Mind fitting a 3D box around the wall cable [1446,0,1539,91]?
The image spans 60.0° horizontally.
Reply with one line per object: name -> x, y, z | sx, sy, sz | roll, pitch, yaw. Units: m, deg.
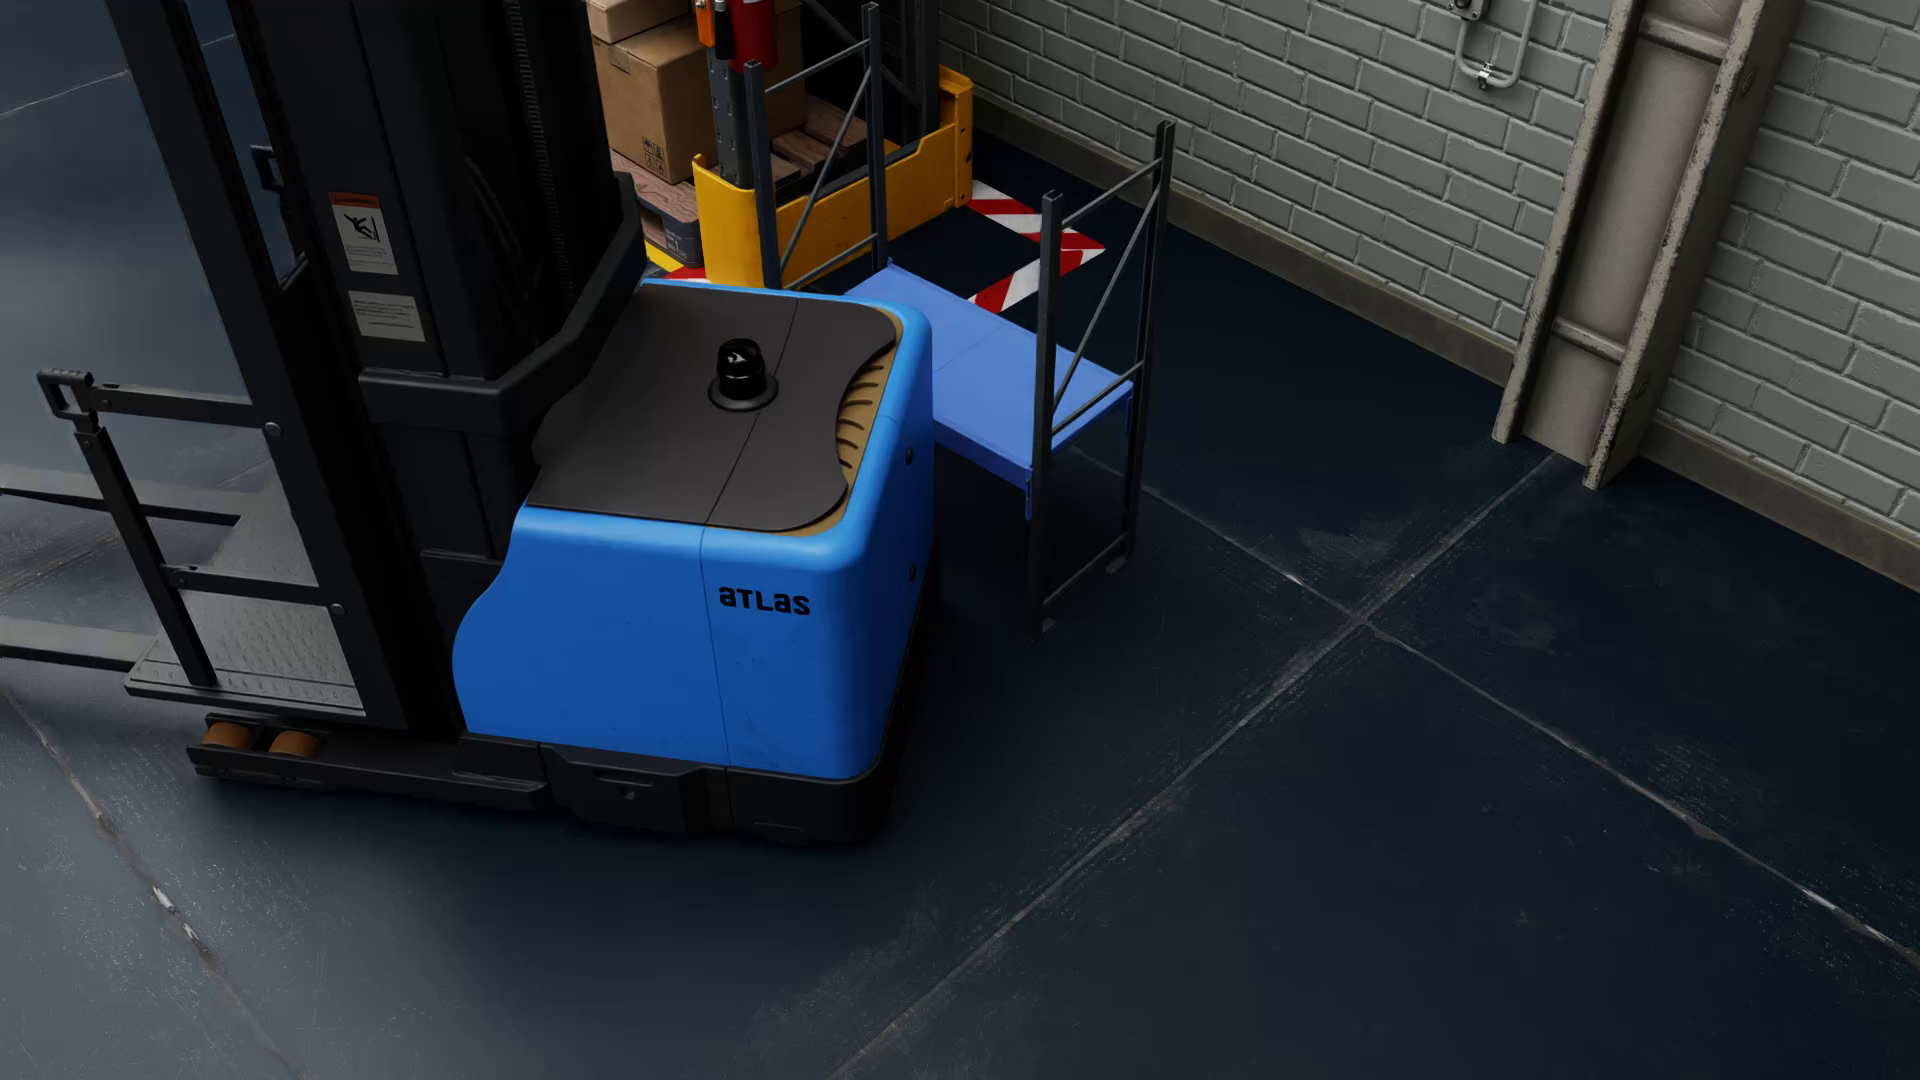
wall cable -> 1.099, -2.523, 5.021 | 0.084, 1.984, 1.851 | -34, 53, -31

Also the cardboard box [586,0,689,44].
cardboard box -> -1.260, -2.049, 6.311 | 0.250, 0.149, 0.380 | 34, 52, 31

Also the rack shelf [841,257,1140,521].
rack shelf -> -0.016, -0.472, 4.921 | 1.000, 0.185, 0.538 | 30, 51, 29

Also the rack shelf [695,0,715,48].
rack shelf -> -1.888, -3.008, 6.825 | 1.077, 0.370, 4.000 | -34, 53, -31

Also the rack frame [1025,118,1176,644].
rack frame -> 0.368, -0.379, 4.555 | 0.032, 1.500, 0.500 | 30, 51, 29

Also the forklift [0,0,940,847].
forklift -> -1.624, -0.747, 3.899 | 3.031, 2.935, 1.130 | 6, 43, 7

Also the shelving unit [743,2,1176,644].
shelving unit -> -0.016, -0.605, 4.799 | 1.048, 1.500, 0.538 | 30, 51, 29

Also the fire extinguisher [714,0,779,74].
fire extinguisher -> -0.695, -1.853, 5.376 | 0.296, 0.674, 0.183 | -34, 53, -31

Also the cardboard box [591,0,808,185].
cardboard box -> -1.040, -1.836, 6.559 | 0.700, 0.500, 0.500 | -34, 53, -31

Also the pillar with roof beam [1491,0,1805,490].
pillar with roof beam -> -1.004, -1.569, 0.317 | 9.100, 9.000, 0.400 | -34, 53, -31

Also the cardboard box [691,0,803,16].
cardboard box -> -0.810, -2.110, 6.378 | 0.380, 0.149, 0.250 | -34, 52, -31

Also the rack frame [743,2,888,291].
rack frame -> -0.400, -0.831, 5.044 | 0.032, 1.500, 0.500 | 30, 51, 29

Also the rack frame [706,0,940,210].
rack frame -> -0.475, -2.312, 5.541 | 1.000, 3.000, 0.127 | -34, 53, -31

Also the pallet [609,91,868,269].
pallet -> -1.095, -1.634, 6.863 | 1.003, 0.211, 1.213 | -34, 53, -31

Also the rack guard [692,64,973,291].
rack guard -> -0.458, -1.382, 6.377 | 1.175, 0.500, 0.348 | -34, 53, -31
